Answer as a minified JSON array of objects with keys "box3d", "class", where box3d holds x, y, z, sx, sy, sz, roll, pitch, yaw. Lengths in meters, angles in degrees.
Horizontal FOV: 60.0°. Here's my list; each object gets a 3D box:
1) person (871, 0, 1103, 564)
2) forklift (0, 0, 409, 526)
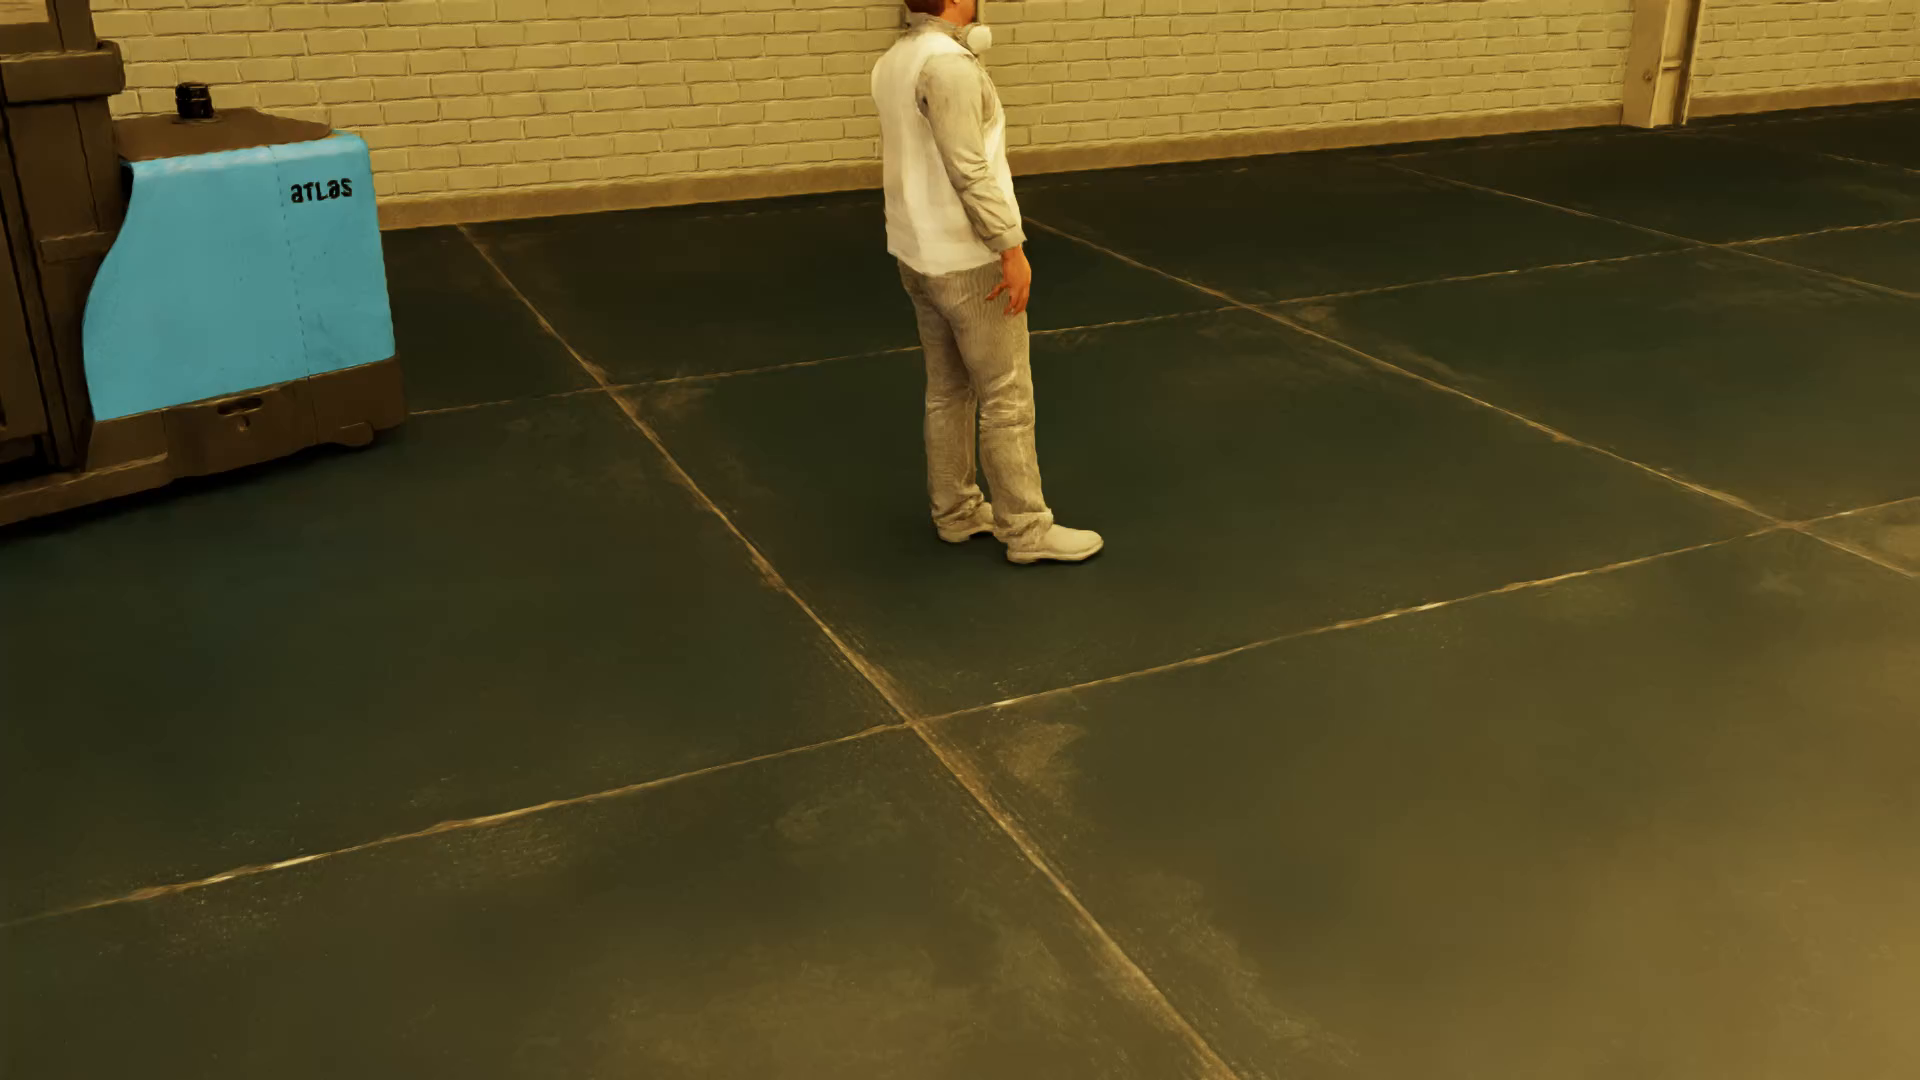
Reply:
[{"box3d":[0.060,-0.833,4.781,0.567,1.773,0.632,-10,25,-23],"class":"person"},{"box3d":[-3.373,-1.448,4.771,1.130,2.935,3.031,21,30,41],"class":"forklift"}]
